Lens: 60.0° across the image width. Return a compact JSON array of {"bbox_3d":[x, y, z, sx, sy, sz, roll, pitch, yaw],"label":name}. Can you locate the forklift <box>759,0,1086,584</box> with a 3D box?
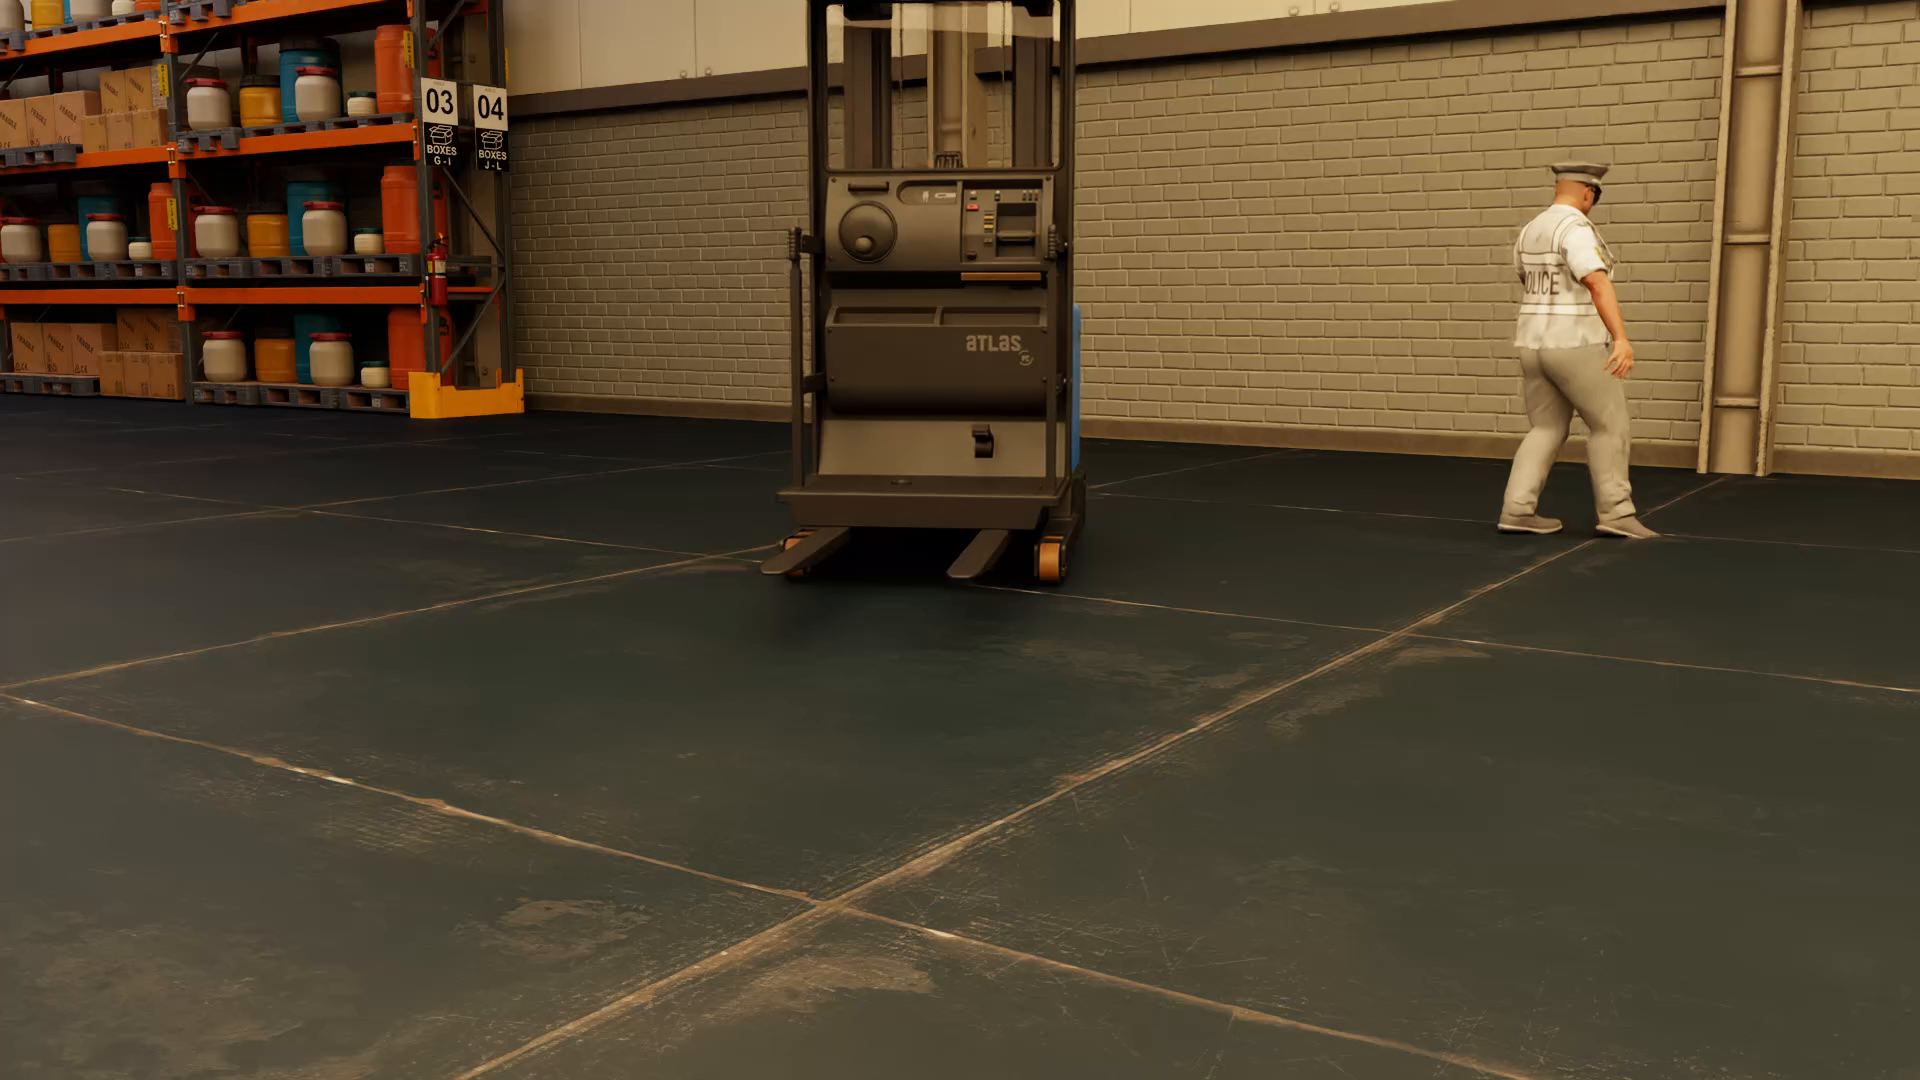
[{"bbox_3d":[-0.109,-1.332,6.556,1.130,2.935,3.031,1,8,7],"label":"forklift"}]

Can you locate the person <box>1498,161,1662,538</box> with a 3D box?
[{"bbox_3d":[2.900,-0.853,7.663,0.701,1.756,1.011,-2,8,-12],"label":"person"}]
